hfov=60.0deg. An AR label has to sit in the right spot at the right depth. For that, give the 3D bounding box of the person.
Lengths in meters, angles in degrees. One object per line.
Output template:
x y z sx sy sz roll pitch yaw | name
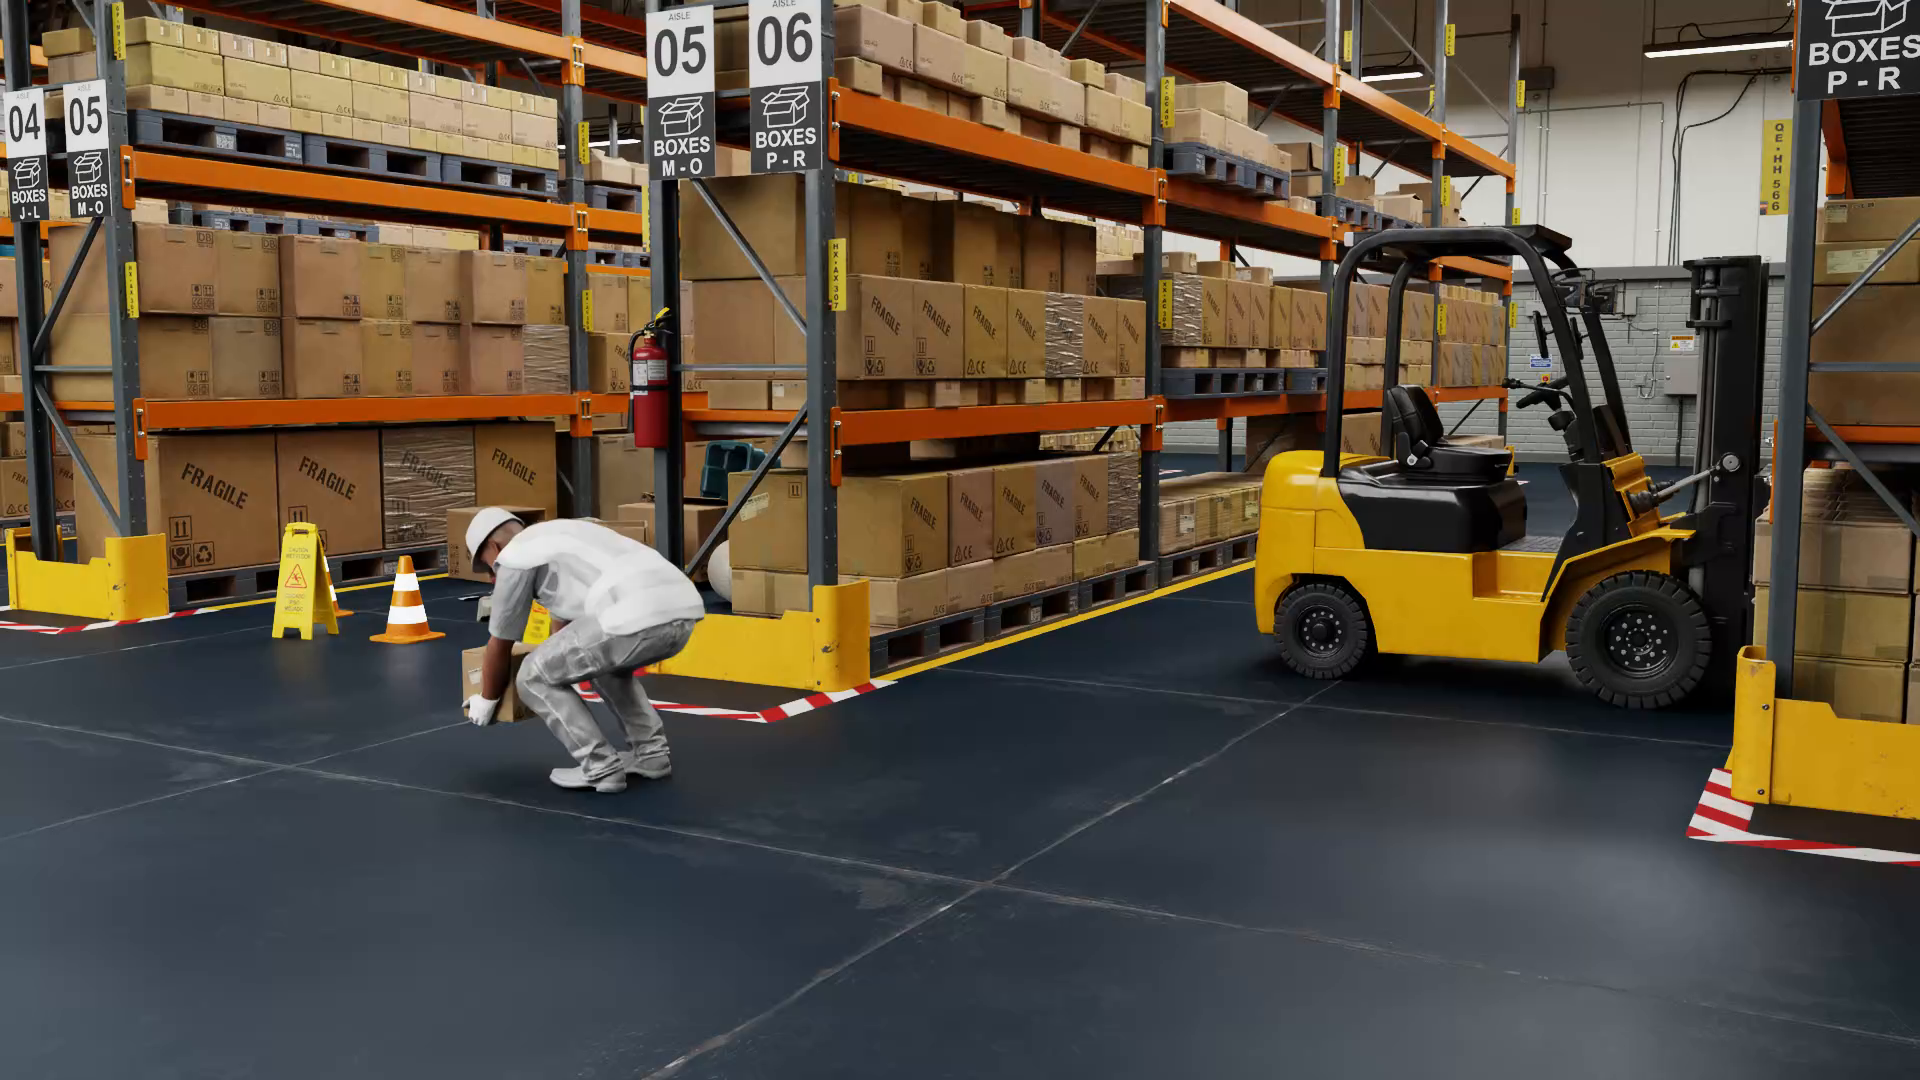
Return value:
-1.406 0.387 6.105 0.948 0.992 0.551 3 7 27 | person
